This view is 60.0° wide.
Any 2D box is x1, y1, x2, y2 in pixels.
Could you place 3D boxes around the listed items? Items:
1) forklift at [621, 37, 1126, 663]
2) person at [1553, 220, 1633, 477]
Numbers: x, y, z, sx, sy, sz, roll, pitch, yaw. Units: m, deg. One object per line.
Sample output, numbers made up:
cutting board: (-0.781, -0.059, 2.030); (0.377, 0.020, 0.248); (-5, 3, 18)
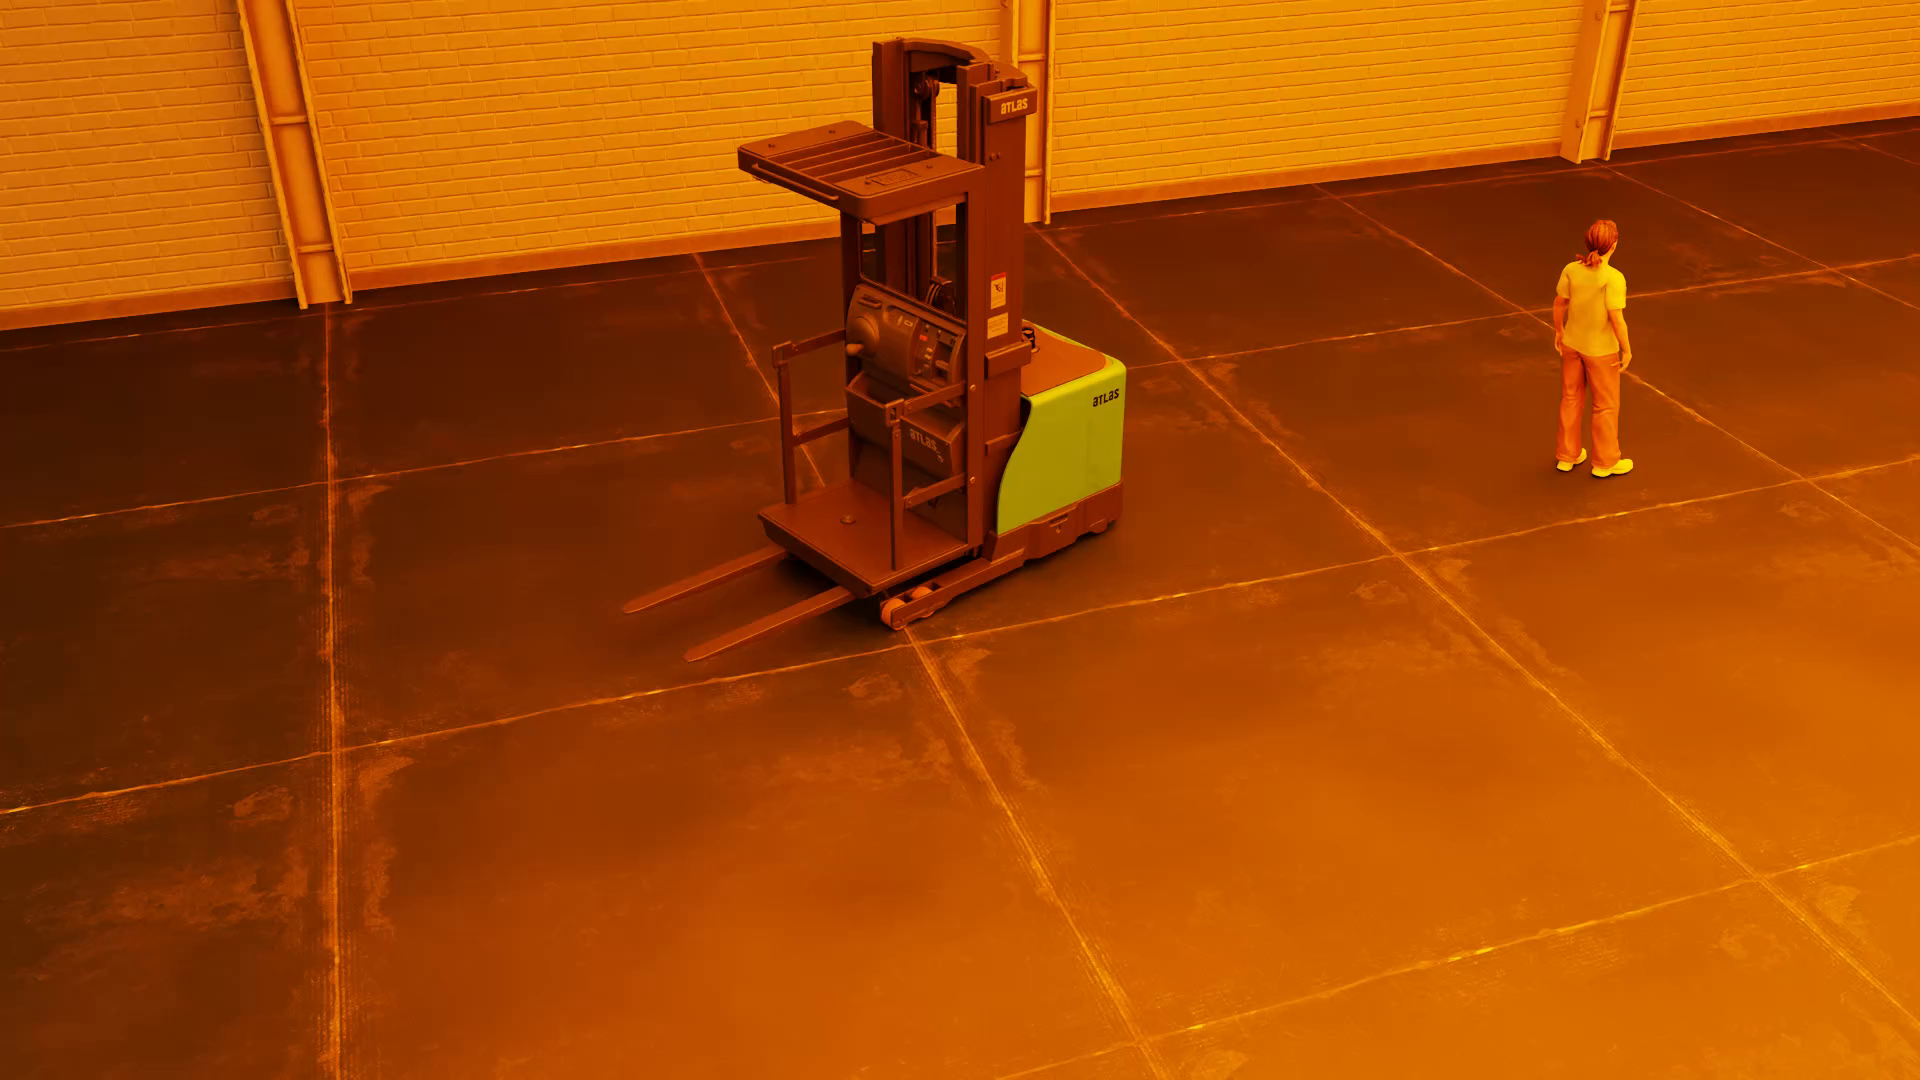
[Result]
forklift: (-0.461, -1.072, 8.951); (3.031, 2.935, 1.130); (-23, 37, -34)
person: (4.003, -1.214, 10.442); (0.550, 1.676, 0.554); (-19, 35, -30)
